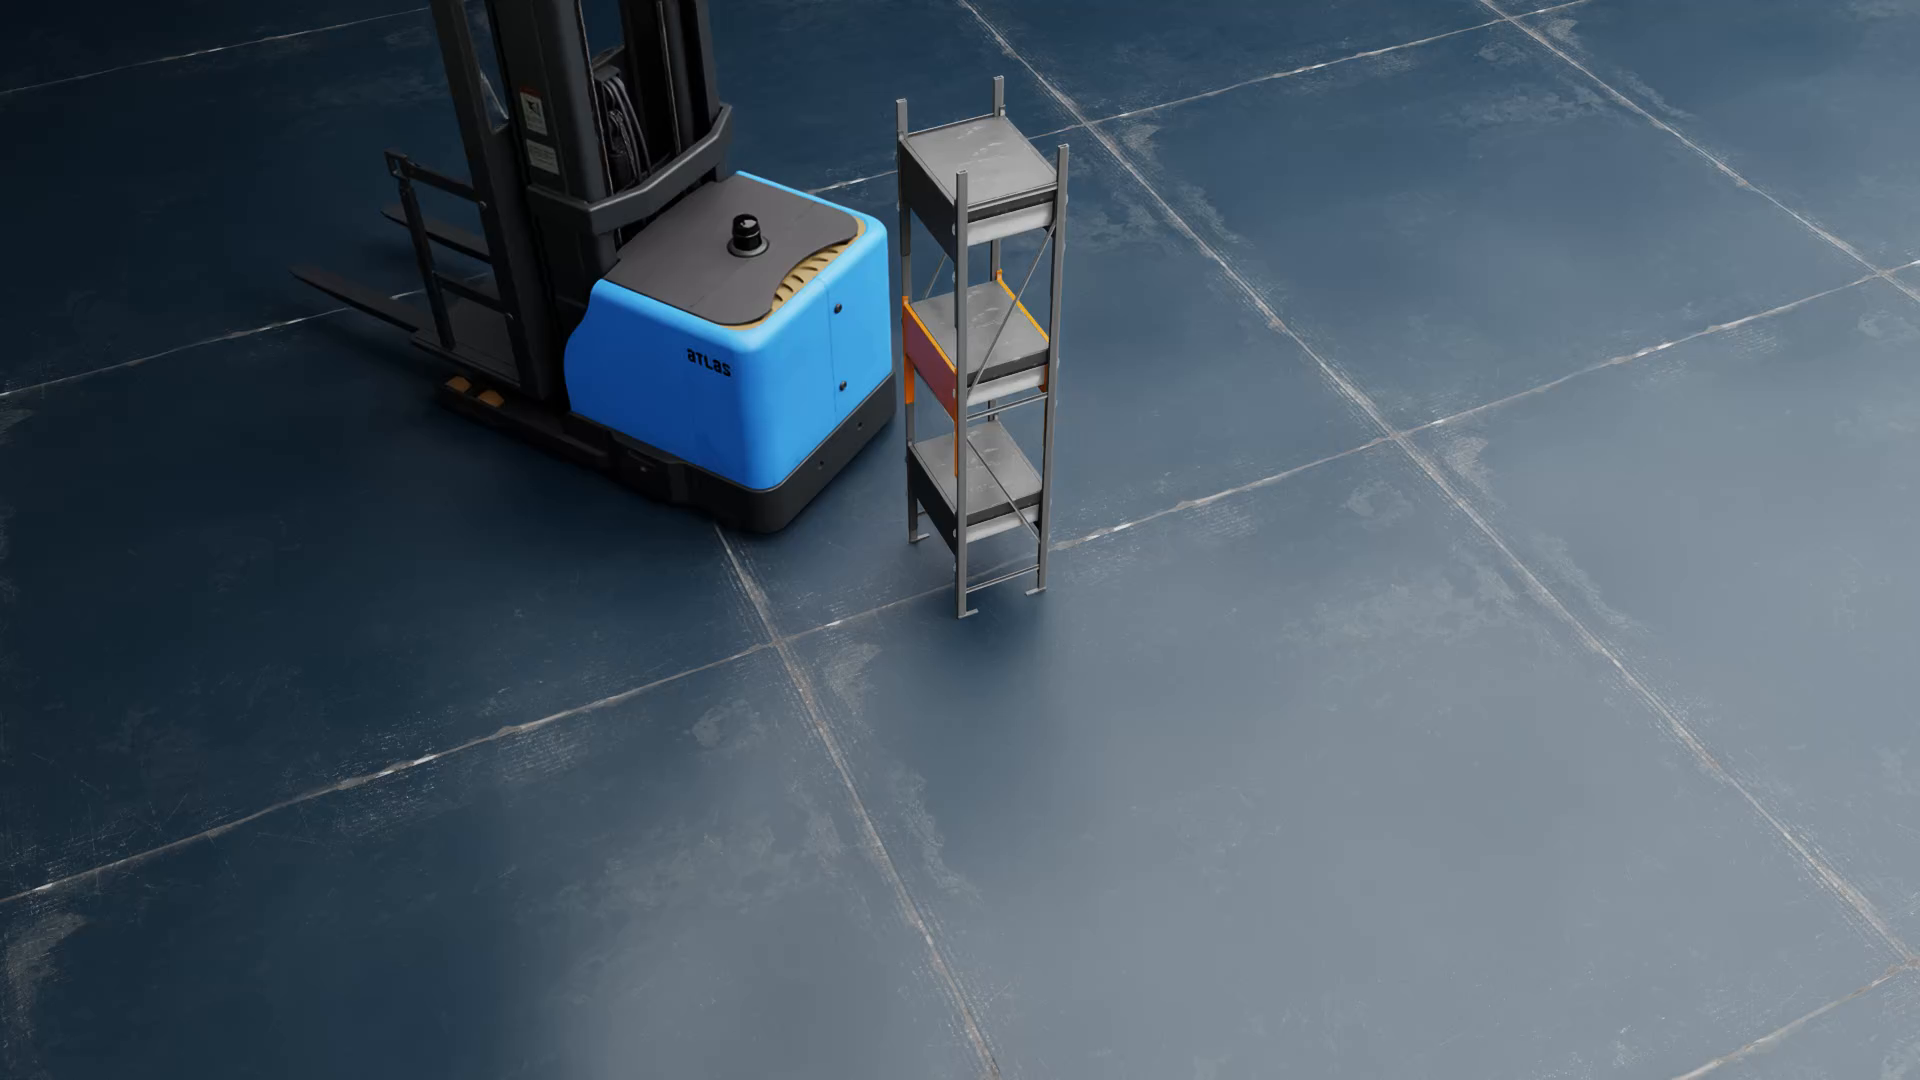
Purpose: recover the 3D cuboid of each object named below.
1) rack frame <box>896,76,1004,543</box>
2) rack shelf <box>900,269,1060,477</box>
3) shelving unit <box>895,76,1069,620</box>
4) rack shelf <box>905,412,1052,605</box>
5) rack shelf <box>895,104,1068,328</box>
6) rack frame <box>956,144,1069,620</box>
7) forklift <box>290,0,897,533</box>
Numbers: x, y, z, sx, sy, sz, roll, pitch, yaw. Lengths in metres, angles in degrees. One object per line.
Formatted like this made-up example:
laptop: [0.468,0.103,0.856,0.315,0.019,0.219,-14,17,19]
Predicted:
rack frame: [-0.033,-0.797,6.432,0.400,2.100,0.015,-18,47,-17]
rack shelf: [0.070,-0.632,6.284,0.431,0.518,0.480,-18,47,-17]
shelving unit: [0.070,-0.642,6.274,0.431,2.100,0.503,-18,47,-17]
rack shelf: [0.070,-0.134,6.776,0.431,0.518,0.480,-18,47,-17]
rack shelf: [0.070,-1.130,5.792,0.431,0.518,0.480,-18,47,-17]
rack frame: [0.172,-0.486,6.117,0.400,2.100,0.015,-18,47,-17]
forklift: [-1.817,-1.858,6.915,3.031,2.935,1.130,23,49,22]
